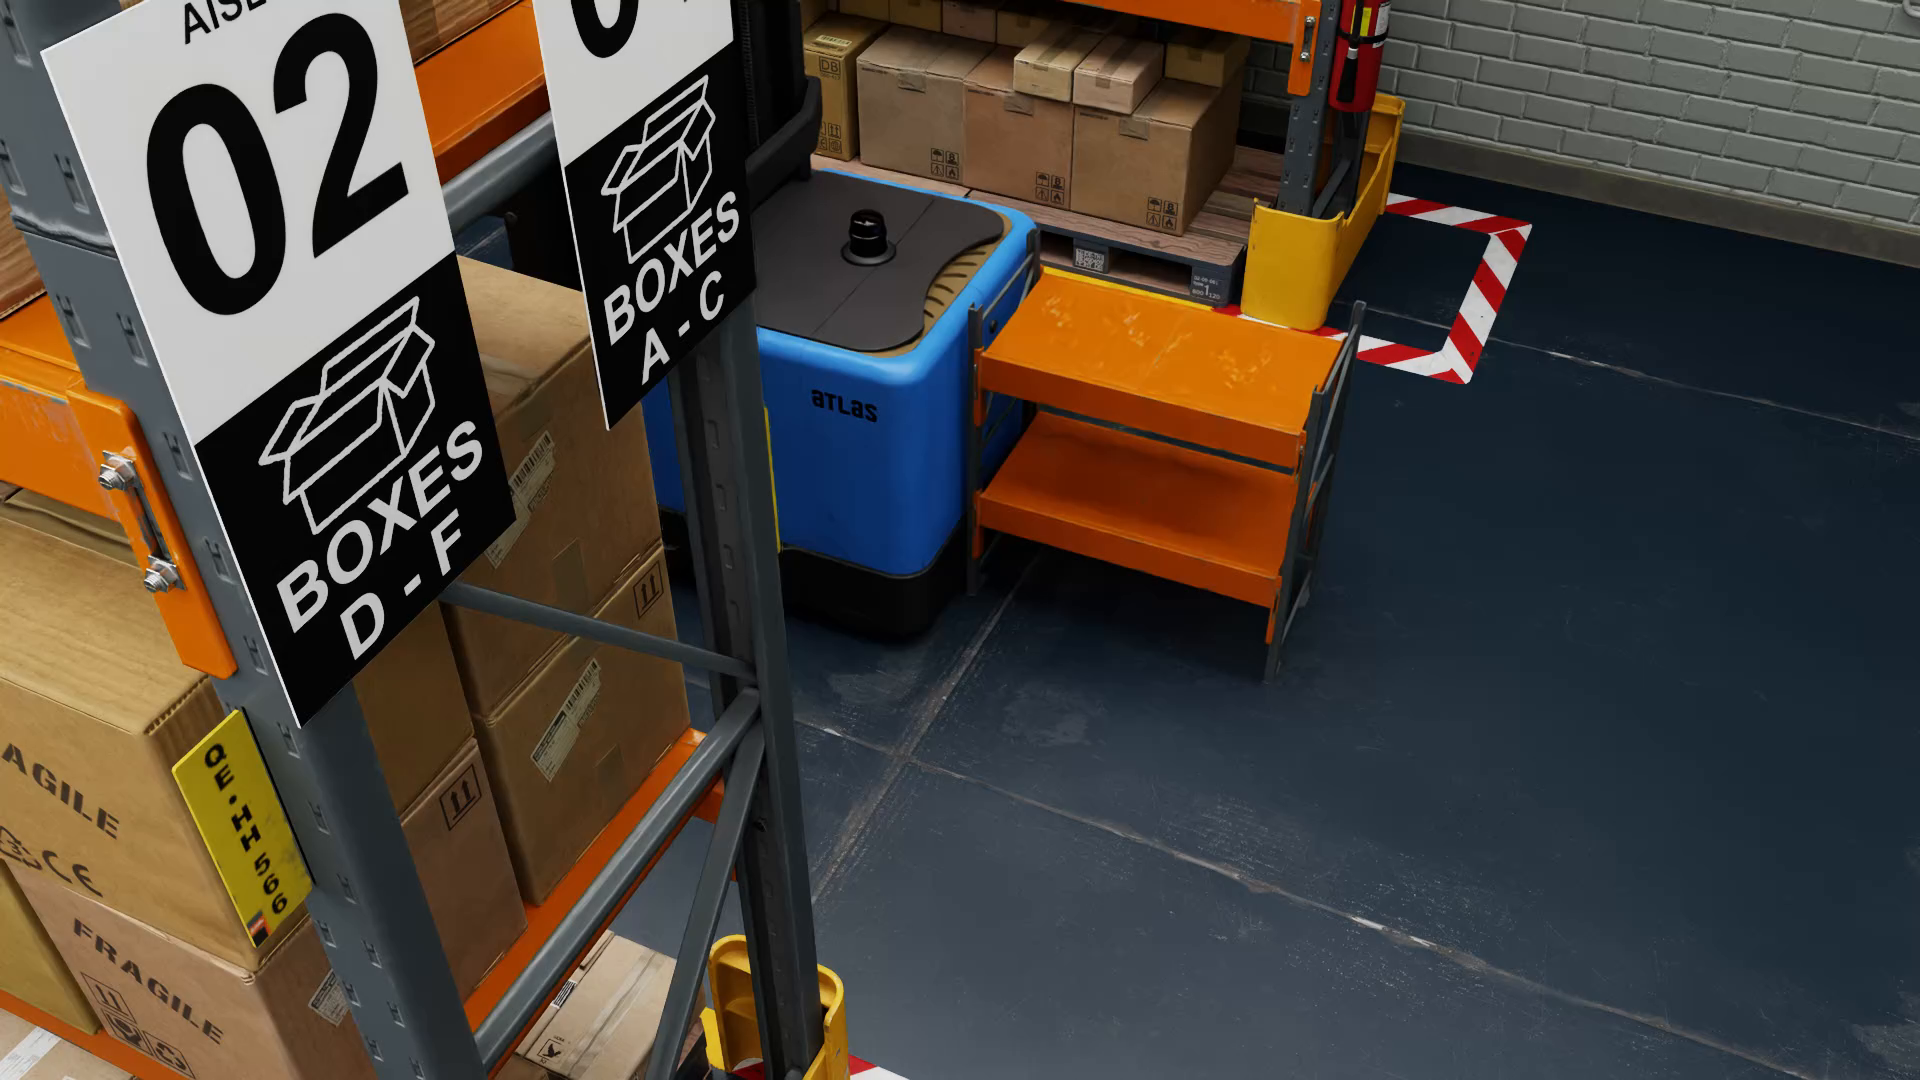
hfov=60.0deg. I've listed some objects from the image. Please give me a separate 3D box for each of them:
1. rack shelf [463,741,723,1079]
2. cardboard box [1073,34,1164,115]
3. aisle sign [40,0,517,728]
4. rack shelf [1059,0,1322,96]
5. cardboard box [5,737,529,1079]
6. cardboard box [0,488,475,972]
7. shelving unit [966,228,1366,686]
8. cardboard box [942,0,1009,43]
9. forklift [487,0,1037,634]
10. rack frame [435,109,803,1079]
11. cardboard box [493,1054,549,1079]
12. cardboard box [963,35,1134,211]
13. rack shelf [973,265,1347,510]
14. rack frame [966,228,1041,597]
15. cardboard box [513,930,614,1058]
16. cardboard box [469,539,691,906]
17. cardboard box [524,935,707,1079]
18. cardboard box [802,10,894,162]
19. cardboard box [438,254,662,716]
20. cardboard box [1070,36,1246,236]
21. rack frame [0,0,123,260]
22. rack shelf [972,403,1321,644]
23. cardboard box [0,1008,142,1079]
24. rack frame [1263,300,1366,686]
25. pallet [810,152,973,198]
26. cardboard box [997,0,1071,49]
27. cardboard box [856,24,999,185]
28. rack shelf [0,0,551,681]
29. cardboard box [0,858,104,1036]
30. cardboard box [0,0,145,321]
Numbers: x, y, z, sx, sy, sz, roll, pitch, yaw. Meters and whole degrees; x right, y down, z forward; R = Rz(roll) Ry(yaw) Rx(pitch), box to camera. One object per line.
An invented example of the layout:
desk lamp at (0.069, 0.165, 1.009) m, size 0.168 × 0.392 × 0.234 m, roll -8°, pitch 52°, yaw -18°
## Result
rack shelf at (-2.391, 0.219, 3.607) m, size 3.809 × 0.124 × 0.919 m, roll 17°, pitch 44°, yaw 19°
cardboard box at (0.643, -1.887, 6.730) m, size 0.250 × 0.149 × 0.380 m, roll 16°, pitch 44°, yaw 18°
aisle sign at (-0.646, -0.207, 1.713) m, size 0.004 × 0.787 × 0.394 m, roll 17°, pitch 44°, yaw 19°
rack shelf at (-0.300, -2.648, 7.064) m, size 4.000 × 0.370 × 1.077 m, roll 17°, pitch 44°, yaw 19°
cardboard box at (-1.099, 0.575, 2.720) m, size 0.500 × 0.500 × 0.500 m, roll 18°, pitch 44°, yaw 20°
cardboard box at (-1.098, 0.199, 2.390) m, size 0.500 × 0.500 × 0.500 m, roll 17°, pitch 44°, yaw 18°
shelving unit at (0.602, -0.254, 5.185) m, size 1.048 × 1.125 × 0.538 m, roll 16°, pitch 43°, yaw 18°
cardboard box at (0.117, -2.324, 7.233) m, size 0.250 × 0.149 × 0.380 m, roll 18°, pitch 44°, yaw 19°
forklift at (-1.300, -1.446, 5.181) m, size 3.031 × 2.935 × 1.130 m, roll 16°, pitch 43°, yaw 18°
rack frame at (-0.577, 0.573, 2.799) m, size 0.053 × 2.616 × 0.949 m, roll 17°, pitch 44°, yaw 19°
cardboard box at (-1.175, 1.349, 3.476) m, size 0.500 × 0.500 × 0.500 m, roll 17°, pitch 44°, yaw 19°
cardboard box at (0.382, -1.853, 7.186) m, size 0.500 × 0.500 × 0.700 m, roll 17°, pitch 44°, yaw 19°
rack shelf at (0.602, -0.476, 4.993) m, size 1.000 × 0.278 × 0.538 m, roll 16°, pitch 43°, yaw 18°
rack frame at (0.136, -0.389, 5.340) m, size 0.032 × 1.125 × 0.500 m, roll 16°, pitch 43°, yaw 18°
cardboard box at (-1.039, 1.090, 4.029) m, size 0.250 × 0.166 × 0.380 m, roll 17°, pitch 44°, yaw 19°
cardboard box at (-0.869, 0.258, 3.086) m, size 0.500 × 0.500 × 0.500 m, roll 18°, pitch 44°, yaw 20°
cardboard box at (-0.813, 1.166, 3.955) m, size 0.250 × 0.149 × 0.380 m, roll 17°, pitch 44°, yaw 19°
cardboard box at (-0.560, -2.136, 7.512) m, size 0.500 × 0.500 × 0.700 m, roll 18°, pitch 44°, yaw 20°
cardboard box at (-0.869, -0.120, 2.759) m, size 0.500 × 0.500 × 0.500 m, roll 18°, pitch 44°, yaw 20°
cardboard box at (0.836, -1.715, 7.026) m, size 0.500 × 0.500 × 0.700 m, roll 17°, pitch 44°, yaw 19°
rack frame at (-0.578, -1.692, 0.832) m, size 0.127 × 3.000 × 1.000 m, roll 17°, pitch 44°, yaw 19°
rack shelf at (0.602, -0.070, 5.345) m, size 1.000 × 0.278 × 0.538 m, roll 16°, pitch 43°, yaw 18°
cardboard box at (-2.024, 1.163, 3.882) m, size 0.500 × 0.250 × 0.500 m, roll 17°, pitch 44°, yaw 19°
rack frame at (1.067, -0.120, 5.030) m, size 0.032 × 1.125 × 0.500 m, roll 16°, pitch 43°, yaw 18°
pallet at (-0.347, -1.826, 7.696) m, size 1.213 × 0.211 × 1.003 m, roll 17°, pitch 44°, yaw 19°
cardboard box at (0.348, -2.253, 7.152) m, size 0.250 × 0.149 × 0.380 m, roll 17°, pitch 44°, yaw 19°
cardboard box at (-0.074, -1.992, 7.346) m, size 0.500 × 0.500 × 0.700 m, roll 16°, pitch 43°, yaw 17°
rack shelf at (-2.391, -0.840, 2.689) m, size 4.000 × 0.370 × 1.077 m, roll 17°, pitch 44°, yaw 19°
cardboard box at (-1.571, 0.433, 2.884) m, size 0.500 × 0.500 × 0.500 m, roll 17°, pitch 44°, yaw 19°
cardboard box at (-1.155, -0.488, 1.847) m, size 0.500 × 0.250 × 0.500 m, roll 17°, pitch 44°, yaw 19°
